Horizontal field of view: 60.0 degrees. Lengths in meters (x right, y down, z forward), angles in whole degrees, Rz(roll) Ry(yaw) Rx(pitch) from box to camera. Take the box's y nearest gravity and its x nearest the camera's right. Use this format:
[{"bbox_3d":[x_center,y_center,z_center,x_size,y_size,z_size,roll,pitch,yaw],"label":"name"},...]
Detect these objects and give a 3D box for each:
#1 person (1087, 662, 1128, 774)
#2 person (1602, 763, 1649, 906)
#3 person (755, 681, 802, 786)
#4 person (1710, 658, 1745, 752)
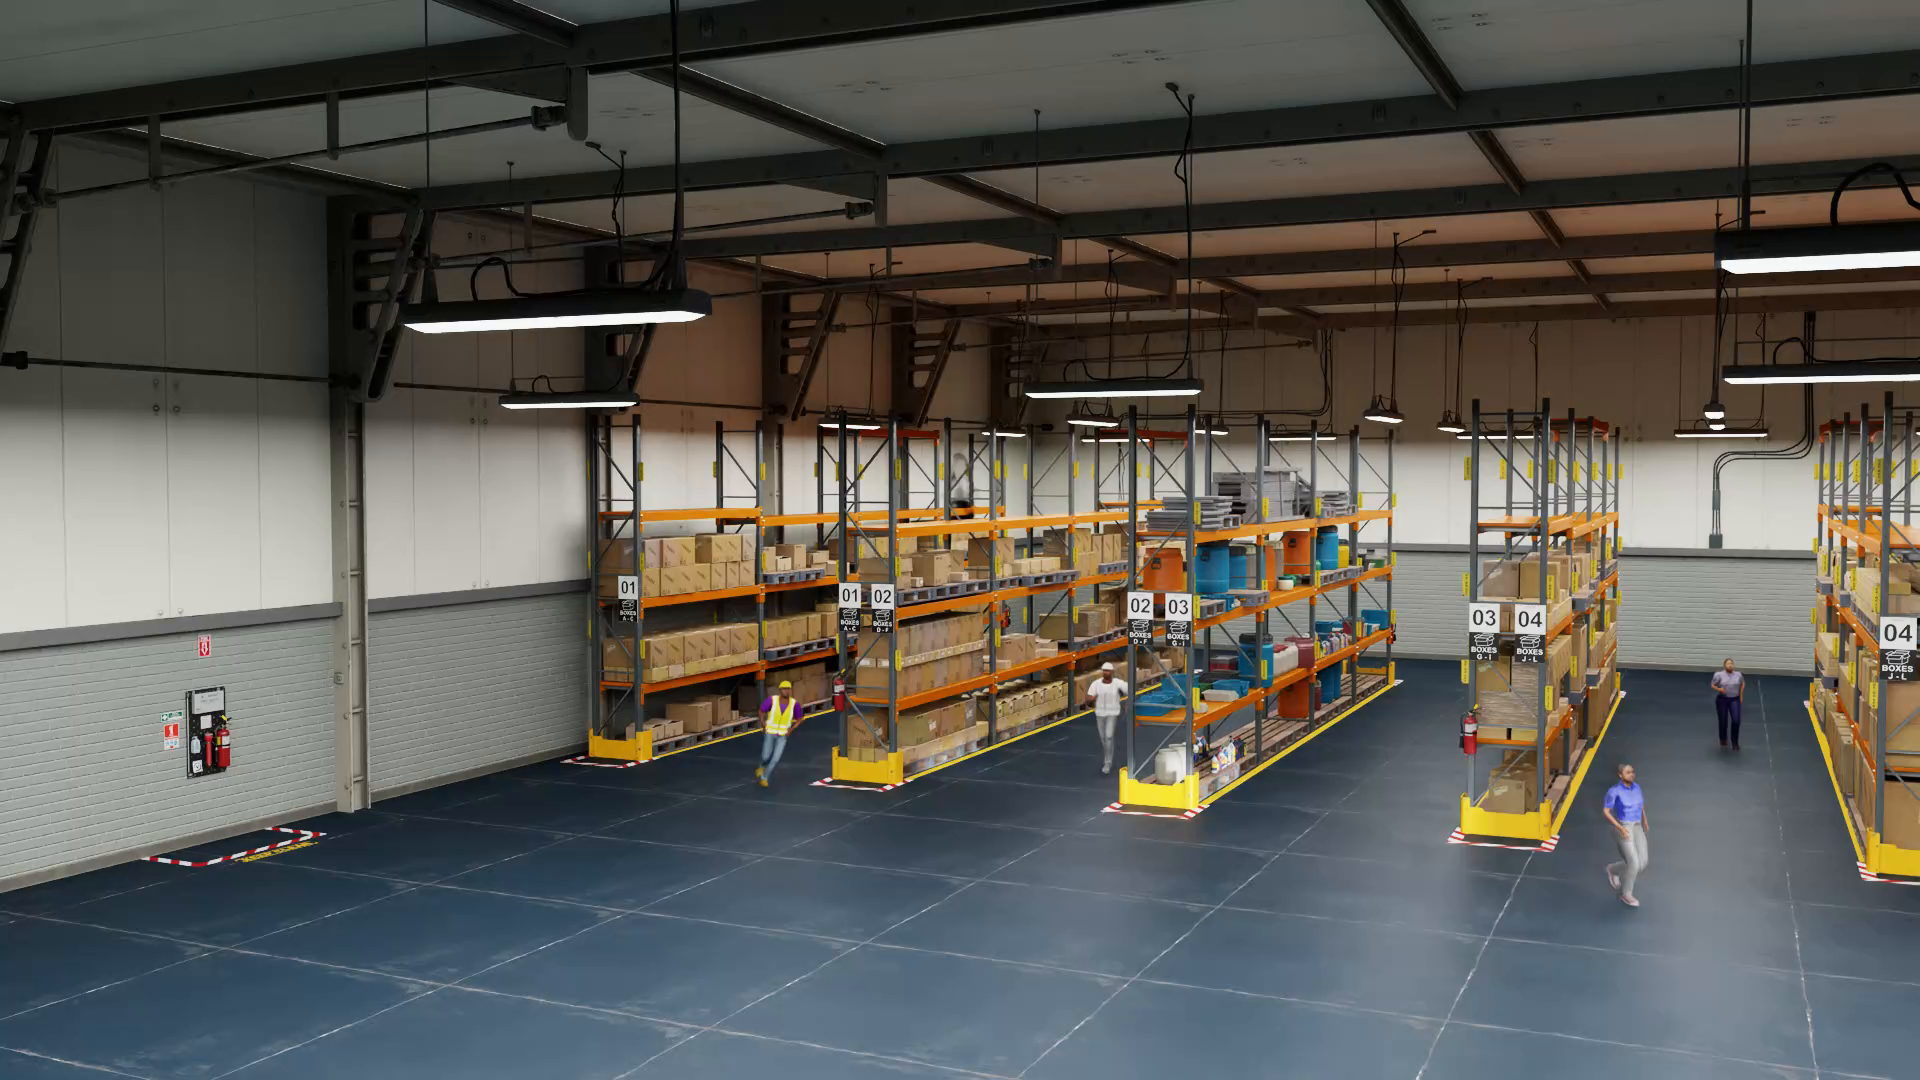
[{"bbox_3d":[2.474,2.952,27.908,0.683,1.802,0.883,1,3,25],"label":"person"},{"bbox_3d":[7.750,3.411,19.385,0.575,1.613,0.499,-1,3,-22],"label":"person"},{"bbox_3d":[-2.890,3.075,26.558,0.742,1.669,0.598,0,2,-10],"label":"person"},{"bbox_3d":[13.824,2.970,29.937,0.592,1.699,0.725,1,2,19],"label":"person"}]
